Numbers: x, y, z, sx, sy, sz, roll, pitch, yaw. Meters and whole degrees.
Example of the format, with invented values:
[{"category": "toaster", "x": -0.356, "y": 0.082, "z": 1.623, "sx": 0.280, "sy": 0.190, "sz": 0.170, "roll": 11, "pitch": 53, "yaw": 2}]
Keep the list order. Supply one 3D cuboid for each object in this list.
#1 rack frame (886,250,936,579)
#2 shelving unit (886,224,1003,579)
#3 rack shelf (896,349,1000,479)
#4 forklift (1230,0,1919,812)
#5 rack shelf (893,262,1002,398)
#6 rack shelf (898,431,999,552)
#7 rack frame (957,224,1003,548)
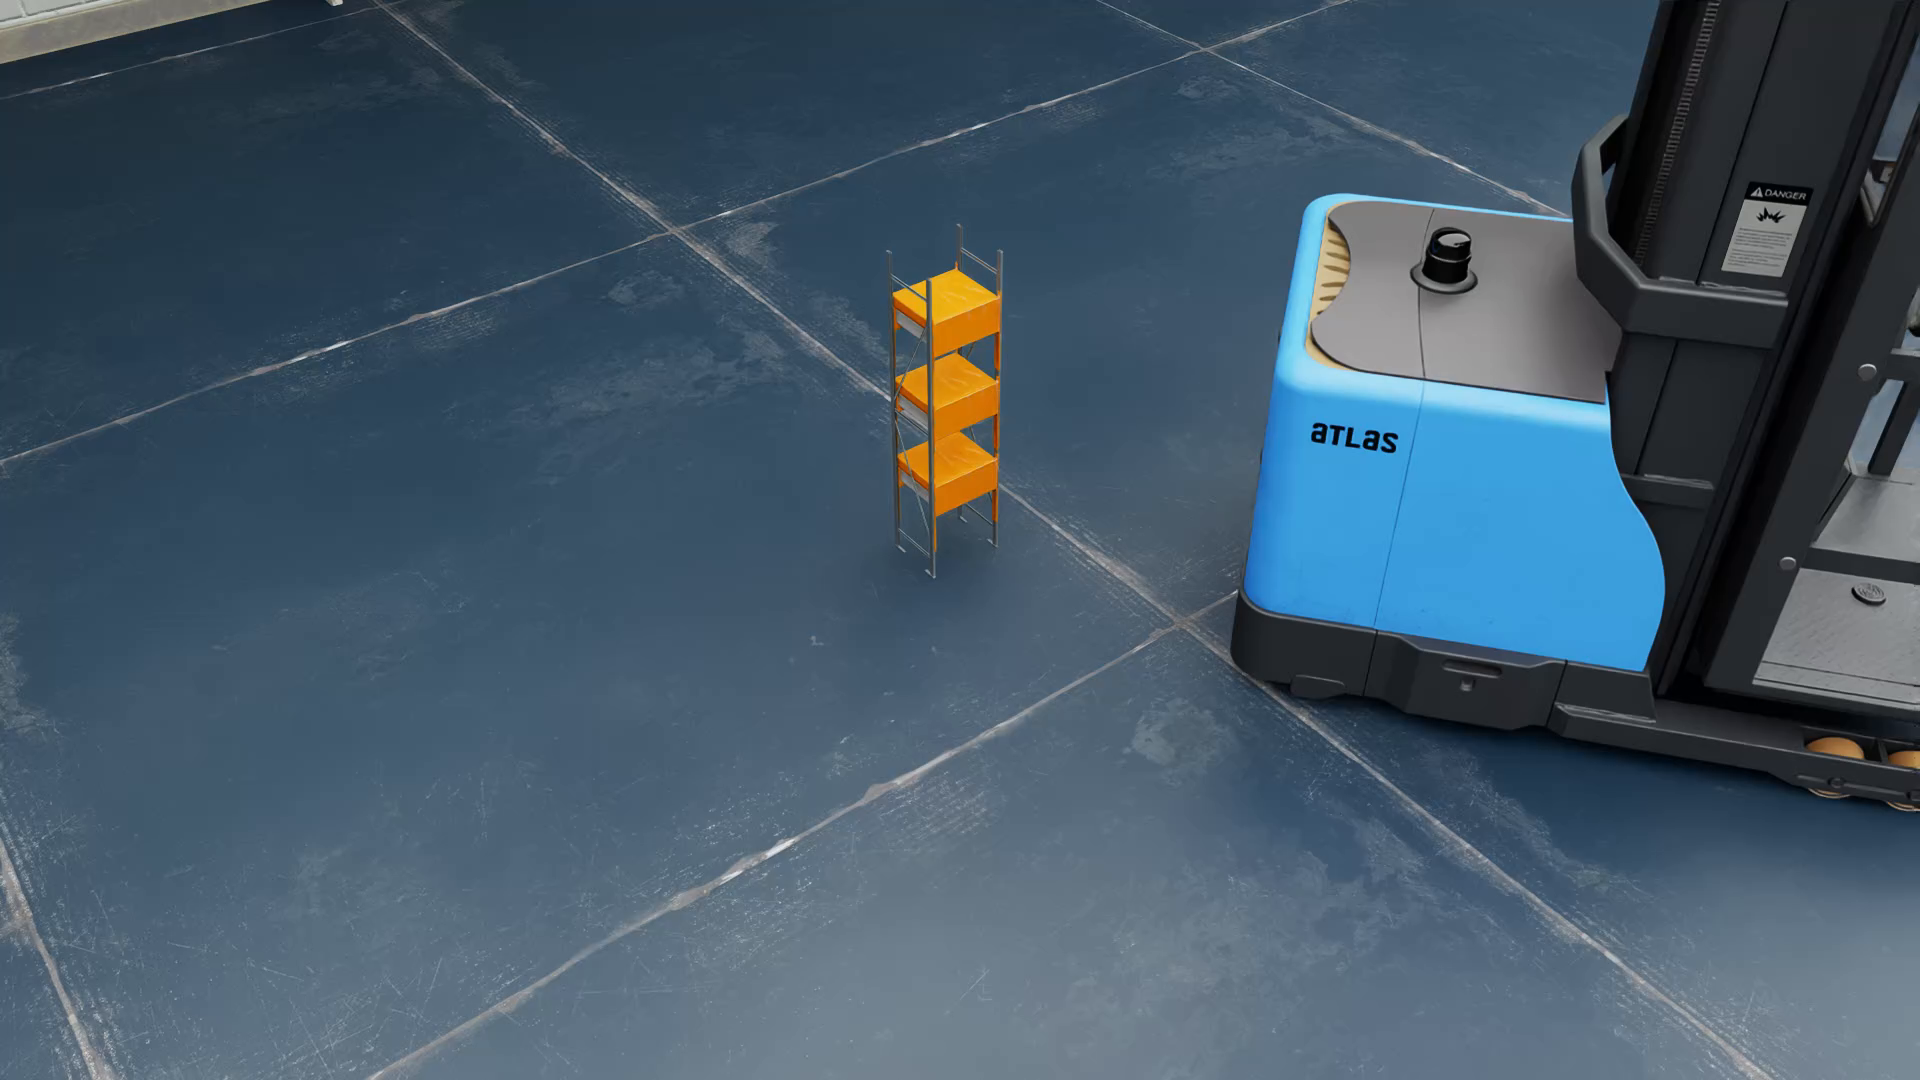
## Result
[{"category": "rack frame", "x": -0.139, "y": -0.338, "z": 4.834, "sx": 0.008, "sy": 1.050, "sz": 0.200, "roll": -26, "pitch": 46, "yaw": -28}, {"category": "shelving unit", "x": -0.042, "y": -0.385, "z": 4.892, "sx": 0.252, "sy": 1.050, "sz": 0.215, "roll": -26, "pitch": 46, "yaw": -28}, {"category": "rack shelf", "x": -0.042, "y": -0.377, "z": 4.899, "sx": 0.240, "sy": 0.259, "sz": 0.215, "roll": -26, "pitch": 46, "yaw": -28}, {"category": "forklift", "x": 2.345, "y": -0.792, "z": 3.905, "sx": 3.031, "sy": 2.935, "sz": 1.130, "roll": 9, "pitch": 40, "yaw": 11}, {"category": "rack shelf", "x": -0.042, "y": -0.596, "z": 4.719, "sx": 0.240, "sy": 0.259, "sz": 0.215, "roll": -26, "pitch": 46, "yaw": -28}, {"category": "rack shelf", "x": -0.042, "y": -0.162, "z": 5.075, "sx": 0.240, "sy": 0.259, "sz": 0.215, "roll": -26, "pitch": 46, "yaw": -28}, {"category": "rack frame", "x": 0.054, "y": -0.432, "z": 4.949, "sx": 0.008, "sy": 1.050, "sz": 0.200, "roll": -26, "pitch": 46, "yaw": -28}]
